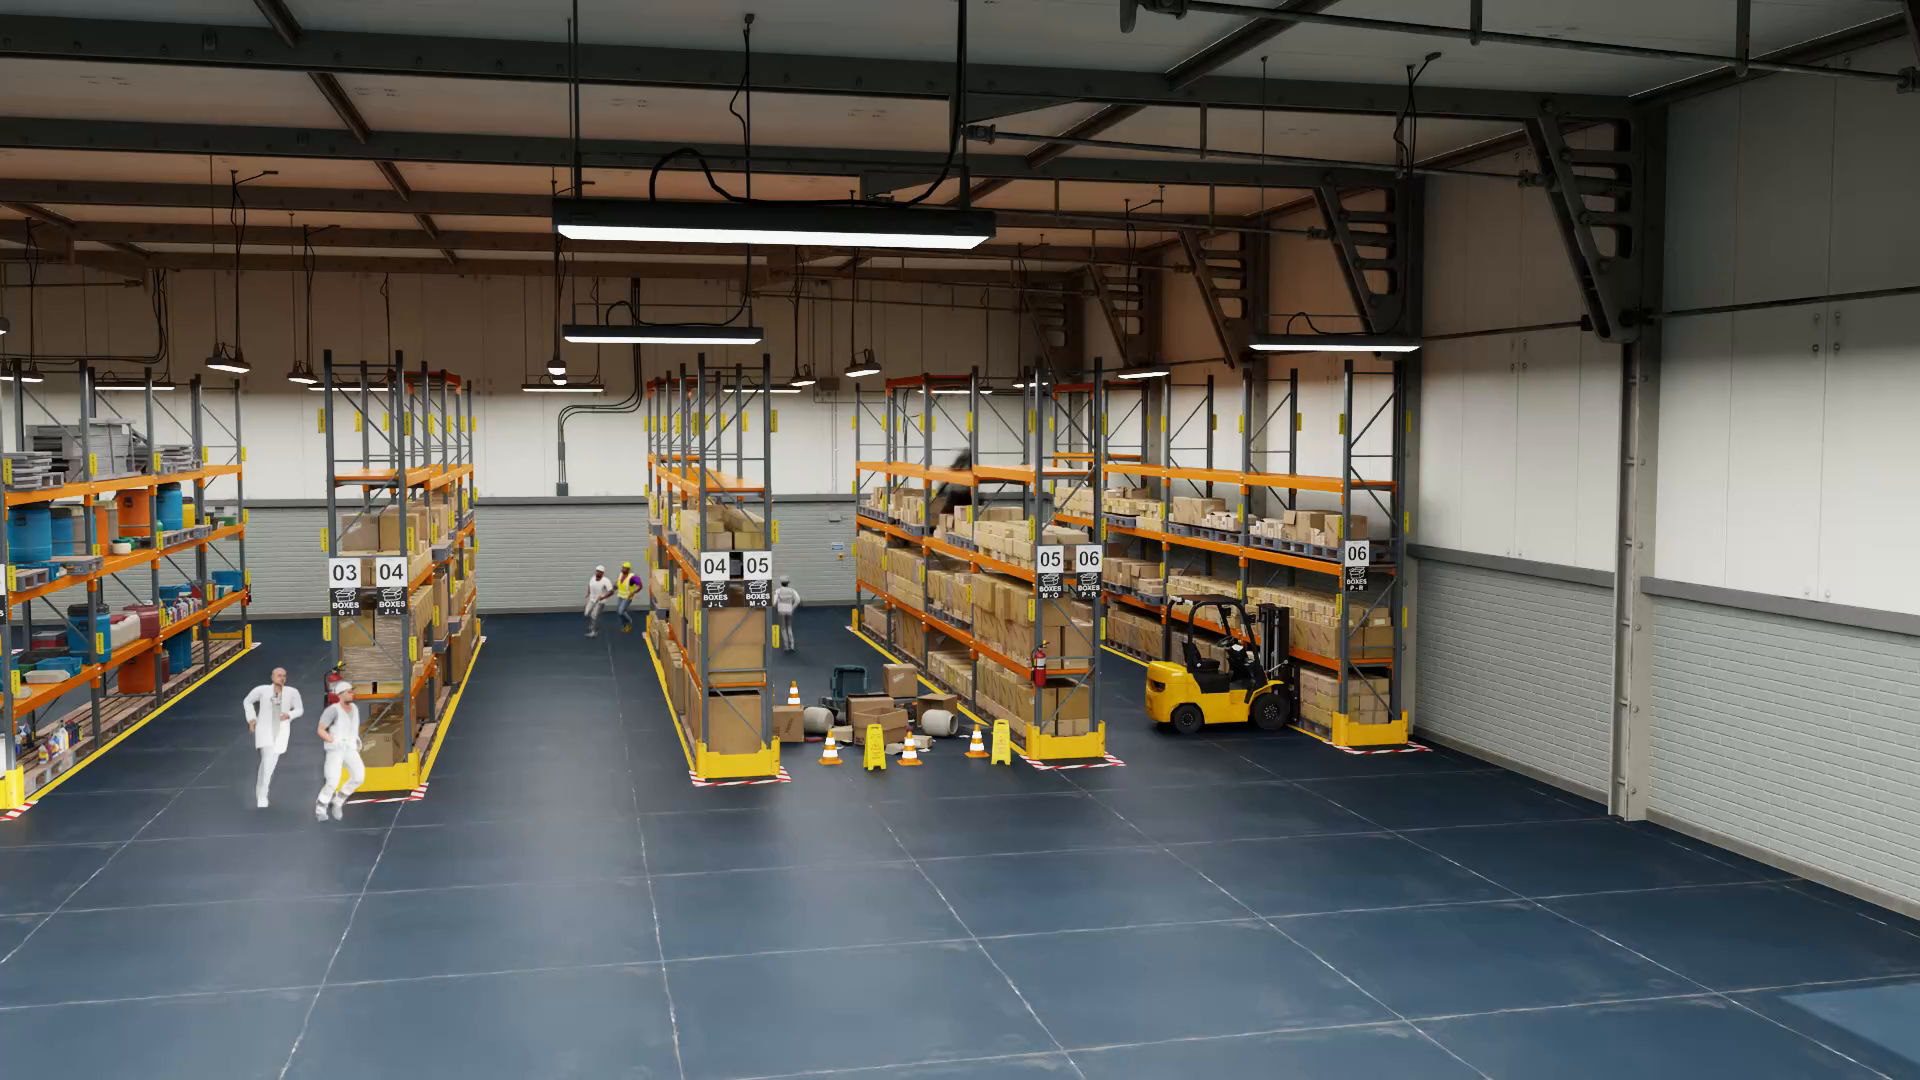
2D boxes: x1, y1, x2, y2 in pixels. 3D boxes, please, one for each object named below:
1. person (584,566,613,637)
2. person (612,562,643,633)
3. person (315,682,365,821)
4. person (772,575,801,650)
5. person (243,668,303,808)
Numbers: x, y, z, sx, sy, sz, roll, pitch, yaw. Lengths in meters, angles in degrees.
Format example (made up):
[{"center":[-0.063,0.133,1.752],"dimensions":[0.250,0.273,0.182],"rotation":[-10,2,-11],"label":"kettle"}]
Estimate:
[{"center":[-8.501,1.443,39.051],"dimensions":[0.741,1.693,0.553],"rotation":[1,4,19],"label":"person"},{"center":[-7.993,1.381,39.624],"dimensions":[0.709,1.716,0.604],"rotation":[3,5,38],"label":"person"},{"center":[-7.780,2.659,21.000],"dimensions":[0.605,1.729,0.698],"rotation":[2,5,32],"label":"person"},{"center":[-3.876,1.605,36.783],"dimensions":[0.613,1.665,0.607],"rotation":[-2,4,-21],"label":"person"},{"center":[-9.108,2.649,22.110],"dimensions":[0.652,1.726,0.770],"rotation":[-3,5,-39],"label":"person"}]
